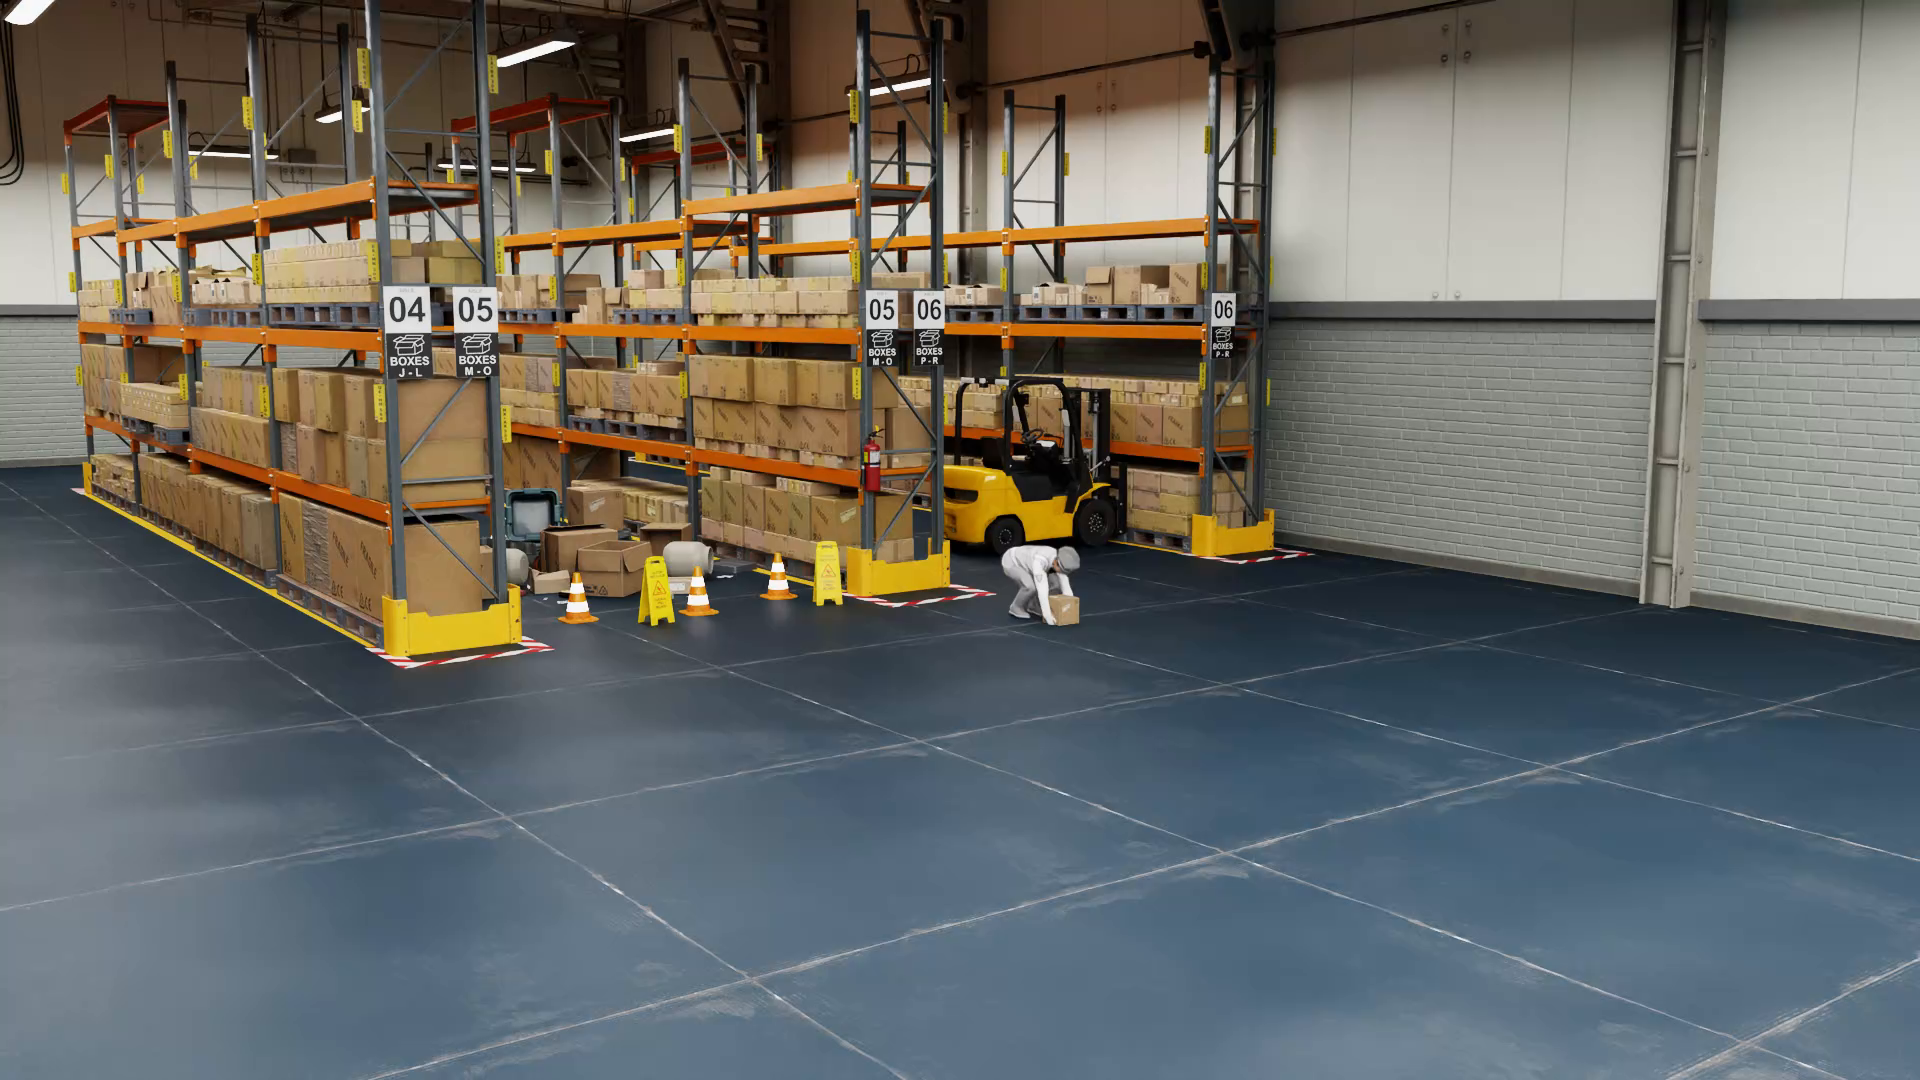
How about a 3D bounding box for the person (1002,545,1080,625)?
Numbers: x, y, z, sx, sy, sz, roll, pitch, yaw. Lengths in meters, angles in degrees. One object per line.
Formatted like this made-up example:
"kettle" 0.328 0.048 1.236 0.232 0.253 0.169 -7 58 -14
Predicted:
"person" 0.796 0.404 16.285 0.455 0.763 0.914 -6 10 -37
